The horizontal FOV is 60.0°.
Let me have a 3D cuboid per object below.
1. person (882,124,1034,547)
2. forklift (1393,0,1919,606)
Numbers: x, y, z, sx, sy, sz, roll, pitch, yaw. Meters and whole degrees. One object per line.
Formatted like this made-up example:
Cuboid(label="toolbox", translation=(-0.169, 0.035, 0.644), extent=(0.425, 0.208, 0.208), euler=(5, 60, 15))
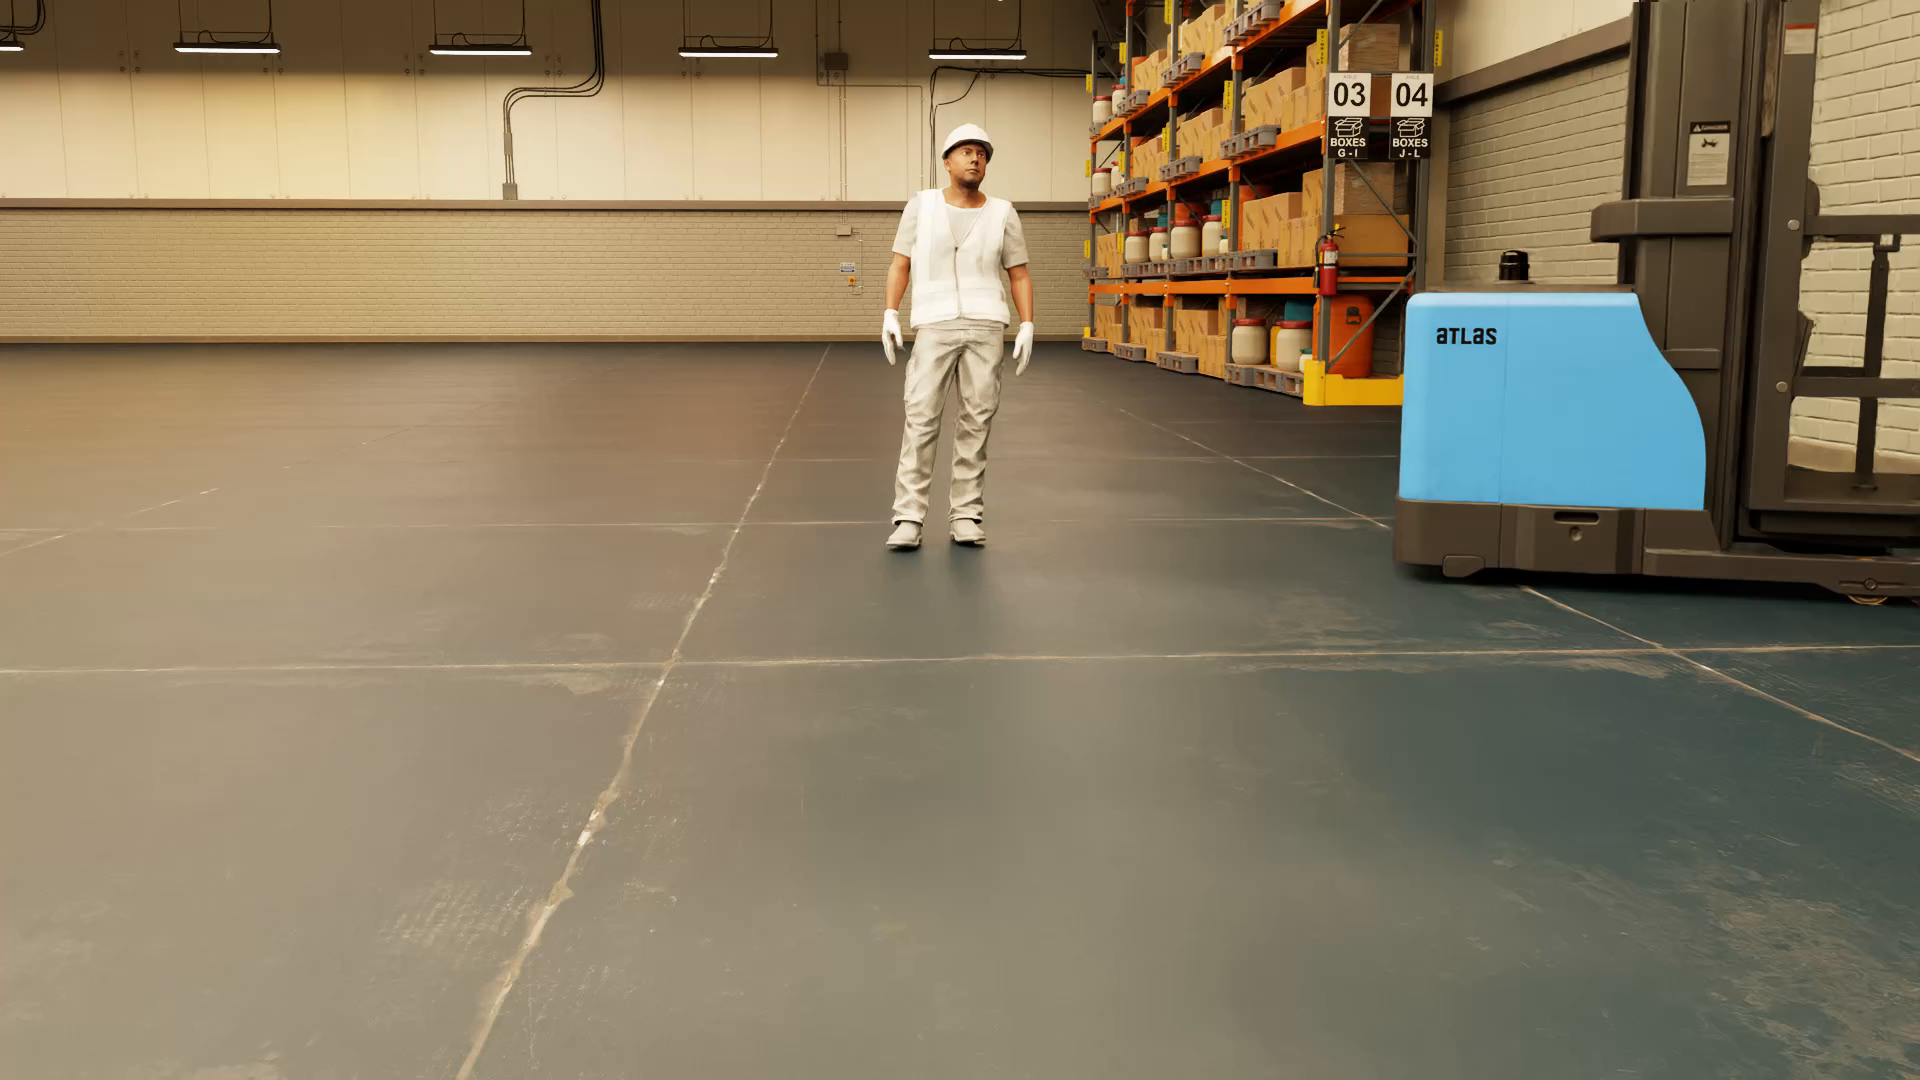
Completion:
Cuboid(label="person", translation=(-0.004, -0.878, 7.107), extent=(0.656, 1.781, 0.577), euler=(-1, 8, -4))
Cuboid(label="forklift", translation=(3.219, -1.301, 6.092), extent=(3.031, 2.935, 1.130), euler=(2, 9, 16))
